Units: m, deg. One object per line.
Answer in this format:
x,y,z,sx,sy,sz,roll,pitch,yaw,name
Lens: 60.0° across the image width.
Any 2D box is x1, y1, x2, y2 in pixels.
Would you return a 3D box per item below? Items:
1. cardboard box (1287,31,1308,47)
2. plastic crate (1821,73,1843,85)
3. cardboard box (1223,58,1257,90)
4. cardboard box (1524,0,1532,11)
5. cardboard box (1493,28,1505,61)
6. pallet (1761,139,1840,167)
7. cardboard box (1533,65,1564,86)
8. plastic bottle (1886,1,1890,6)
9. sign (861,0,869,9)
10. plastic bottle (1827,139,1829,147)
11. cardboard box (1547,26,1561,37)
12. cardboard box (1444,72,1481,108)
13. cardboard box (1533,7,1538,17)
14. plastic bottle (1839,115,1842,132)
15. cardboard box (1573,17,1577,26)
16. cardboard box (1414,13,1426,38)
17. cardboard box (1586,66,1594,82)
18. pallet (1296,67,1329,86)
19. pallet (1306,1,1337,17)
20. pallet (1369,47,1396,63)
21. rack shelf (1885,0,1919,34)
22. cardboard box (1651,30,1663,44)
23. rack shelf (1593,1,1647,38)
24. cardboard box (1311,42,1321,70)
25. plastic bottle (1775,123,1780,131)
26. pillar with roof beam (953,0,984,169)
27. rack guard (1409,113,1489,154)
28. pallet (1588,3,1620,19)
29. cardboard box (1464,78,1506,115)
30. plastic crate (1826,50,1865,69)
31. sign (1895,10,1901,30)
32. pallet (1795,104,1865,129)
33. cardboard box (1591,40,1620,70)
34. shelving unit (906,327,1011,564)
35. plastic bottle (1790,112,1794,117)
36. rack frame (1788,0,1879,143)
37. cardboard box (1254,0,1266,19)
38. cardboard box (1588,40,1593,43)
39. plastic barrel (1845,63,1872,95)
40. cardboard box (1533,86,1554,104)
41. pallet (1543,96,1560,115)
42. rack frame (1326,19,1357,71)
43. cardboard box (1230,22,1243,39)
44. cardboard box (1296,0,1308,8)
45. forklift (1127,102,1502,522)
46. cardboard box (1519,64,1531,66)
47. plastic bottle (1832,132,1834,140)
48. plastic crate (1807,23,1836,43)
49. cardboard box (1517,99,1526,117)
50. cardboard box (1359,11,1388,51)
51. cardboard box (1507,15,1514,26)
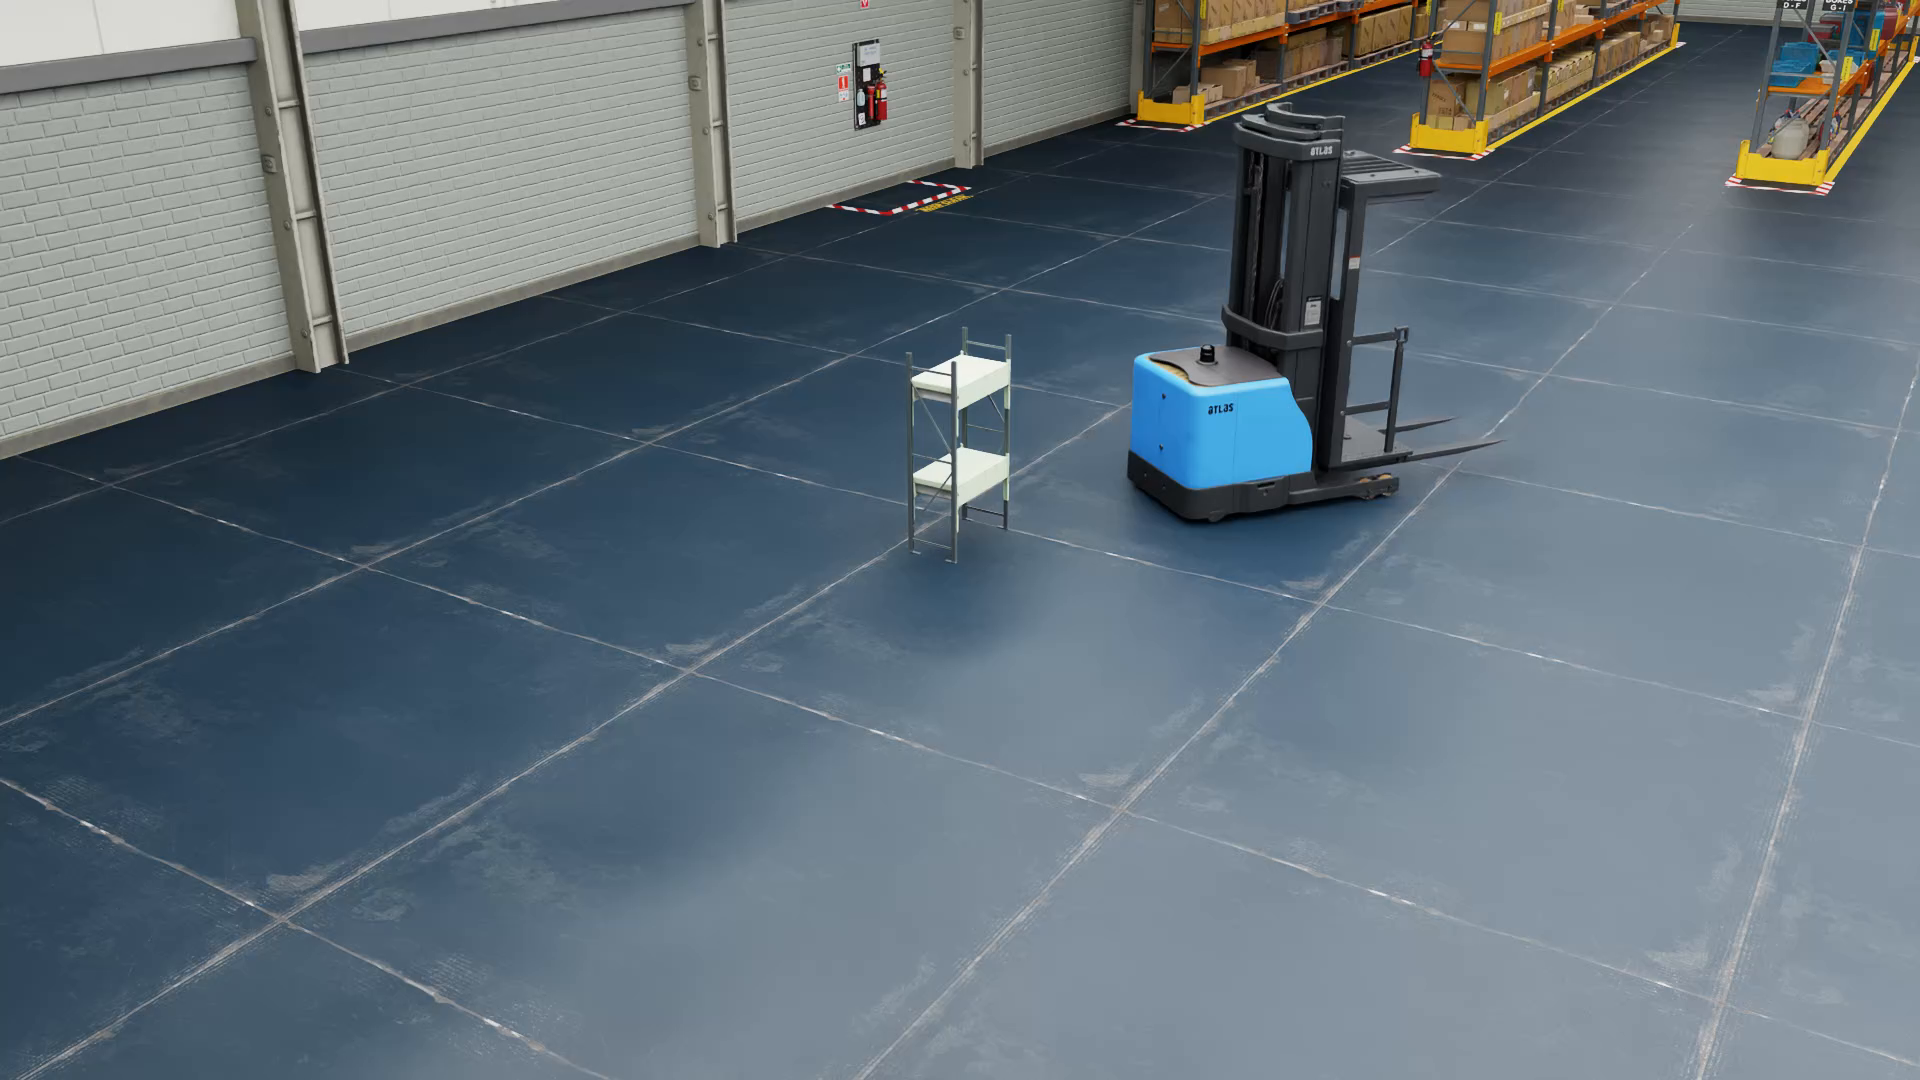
6.645,-10.059,33.360,0.500,0.250,0.500,13,27,27,cardboard box
12.822,-6.770,24.445,0.298,0.136,0.250,14,27,29,plastic crate
5.257,-8.779,31.346,0.500,0.500,0.500,12,26,25,cardboard box
9.222,-9.196,27.959,0.700,0.500,0.500,14,27,29,cardboard box
8.401,-8.075,27.001,0.700,0.500,0.500,15,27,30,cardboard box
13.154,-6.096,26.065,1.003,0.211,1.213,14,27,29,pallet
10.679,-8.489,30.311,0.500,0.311,0.500,14,27,28,cardboard box
17.980,-10.273,32.267,0.144,0.351,0.185,14,27,29,plastic bottle
-1.295,-7.381,22.606,0.001,0.298,0.199,14,27,29,sign
13.352,-6.156,25.663,0.097,0.201,0.097,0,23,0,plastic bottle
10.622,-9.187,30.012,0.380,0.149,0.250,14,27,29,cardboard box
8.416,-7.555,27.914,0.500,0.500,0.500,14,27,29,cardboard box
9.613,-8.992,28.303,0.380,0.149,0.250,14,27,29,cardboard box
14.213,-6.730,26.887,0.061,0.283,0.133,15,28,32,plastic bottle
11.466,-9.838,31.517,0.380,0.149,0.250,16,28,33,cardboard box
10.472,-12.059,38.949,0.700,0.500,0.500,14,27,30,cardboard box
12.020,-9.098,32.423,0.500,0.250,0.500,15,27,30,cardboard box
6.822,-9.480,33.882,1.003,0.211,1.213,14,27,29,pallet
6.871,-10.668,33.359,1.003,0.211,1.213,14,27,29,pallet
9.004,-10.814,36.963,1.003,0.211,1.213,14,27,29,pallet
19.462,-11.052,34.909,1.077,0.370,4.000,14,27,29,rack shelf
15.706,-11.487,37.915,0.500,0.250,0.500,14,27,29,cardboard box
13.145,-10.741,34.191,1.077,0.370,4.000,14,27,29,rack shelf
6.936,-9.910,33.960,0.700,0.500,0.500,14,27,29,cardboard box
12.829,-6.400,26.132,0.152,0.276,0.135,14,27,29,plastic bottle
3.787,-8.976,21.657,9.100,9.000,0.400,14,27,29,pillar with roof beam
7.858,-6.541,26.729,1.175,0.500,0.348,14,27,29,rack guard
12.388,-10.551,33.089,1.213,0.211,1.003,14,27,29,pallet
8.604,-7.274,27.266,0.500,0.500,0.500,14,27,29,cardboard box
13.834,-7.508,26.005,0.499,0.251,0.616,14,27,29,plastic crate
16.768,-9.319,29.795,0.100,0.325,0.005,14,27,29,sign
15.211,-7.414,29.109,1.003,0.211,1.213,14,27,29,pallet
13.114,-9.891,33.914,0.500,0.500,0.500,13,27,28,cardboard box
-0.004,-0.686,11.947,0.431,1.500,0.755,14,27,29,shelving unit
13.499,-6.828,27.121,0.152,0.276,0.135,15,28,31,plastic bottle
14.187,-8.007,26.969,1.000,3.000,0.127,14,27,29,rack frame
5.250,-9.805,30.344,0.500,0.500,0.500,13,27,27,cardboard box
12.658,-9.990,34.144,0.500,0.500,0.500,13,27,27,cardboard box
16.540,-8.722,30.825,0.600,0.830,0.708,14,27,29,plastic barrel
10.404,-8.061,30.027,0.500,0.250,0.500,13,27,28,cardboard box
10.336,-8.023,30.517,1.003,0.211,1.213,14,27,29,pallet
7.880,-11.433,34.884,1.000,3.000,0.127,14,27,29,rack frame
4.723,-9.120,29.705,0.500,0.250,0.500,13,27,28,cardboard box
6.368,-10.682,32.470,0.700,0.500,0.500,17,29,34,cardboard box
2.897,-1.842,12.816,3.031,2.935,1.130,-9,25,-21,forklift
10.220,-8.608,30.585,0.500,0.311,0.500,15,27,30,cardboard box
13.692,-6.373,26.165,0.097,0.201,0.097,0,23,0,plastic bottle
14.182,-8.264,27.482,0.402,0.464,0.583,14,27,29,plastic crate
9.398,-7.436,28.584,0.500,0.250,0.500,14,27,29,cardboard box
8.847,-11.154,36.417,0.750,0.750,0.750,14,27,29,cardboard box
8.804,-8.476,27.110,0.380,0.149,0.250,13,27,27,cardboard box
